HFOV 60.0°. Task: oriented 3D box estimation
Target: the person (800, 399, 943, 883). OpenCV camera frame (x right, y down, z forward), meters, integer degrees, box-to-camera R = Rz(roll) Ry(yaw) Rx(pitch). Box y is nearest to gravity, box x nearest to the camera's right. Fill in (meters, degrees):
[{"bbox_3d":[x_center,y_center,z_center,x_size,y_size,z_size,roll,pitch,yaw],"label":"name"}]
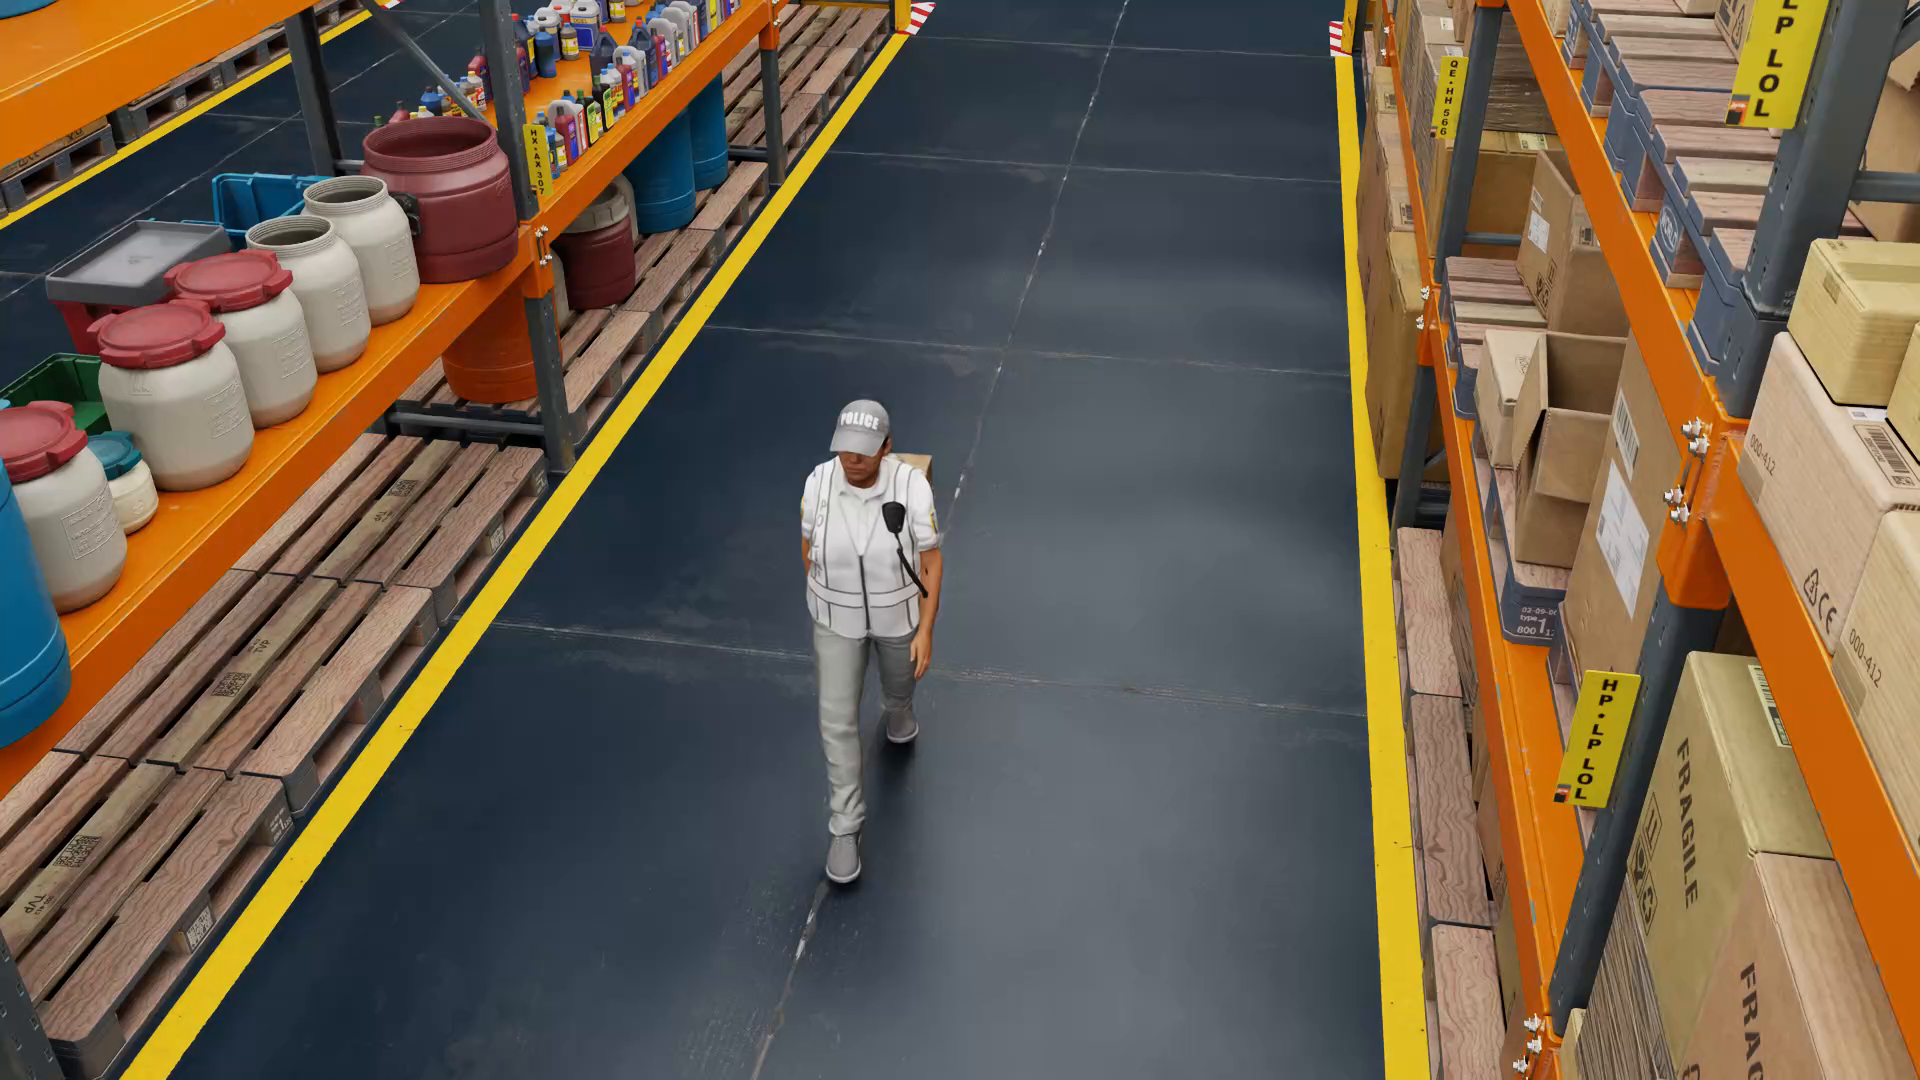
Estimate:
[{"bbox_3d":[-0.300,0.256,5.724,0.486,1.604,1.030,-1,33,-1],"label":"person"}]
